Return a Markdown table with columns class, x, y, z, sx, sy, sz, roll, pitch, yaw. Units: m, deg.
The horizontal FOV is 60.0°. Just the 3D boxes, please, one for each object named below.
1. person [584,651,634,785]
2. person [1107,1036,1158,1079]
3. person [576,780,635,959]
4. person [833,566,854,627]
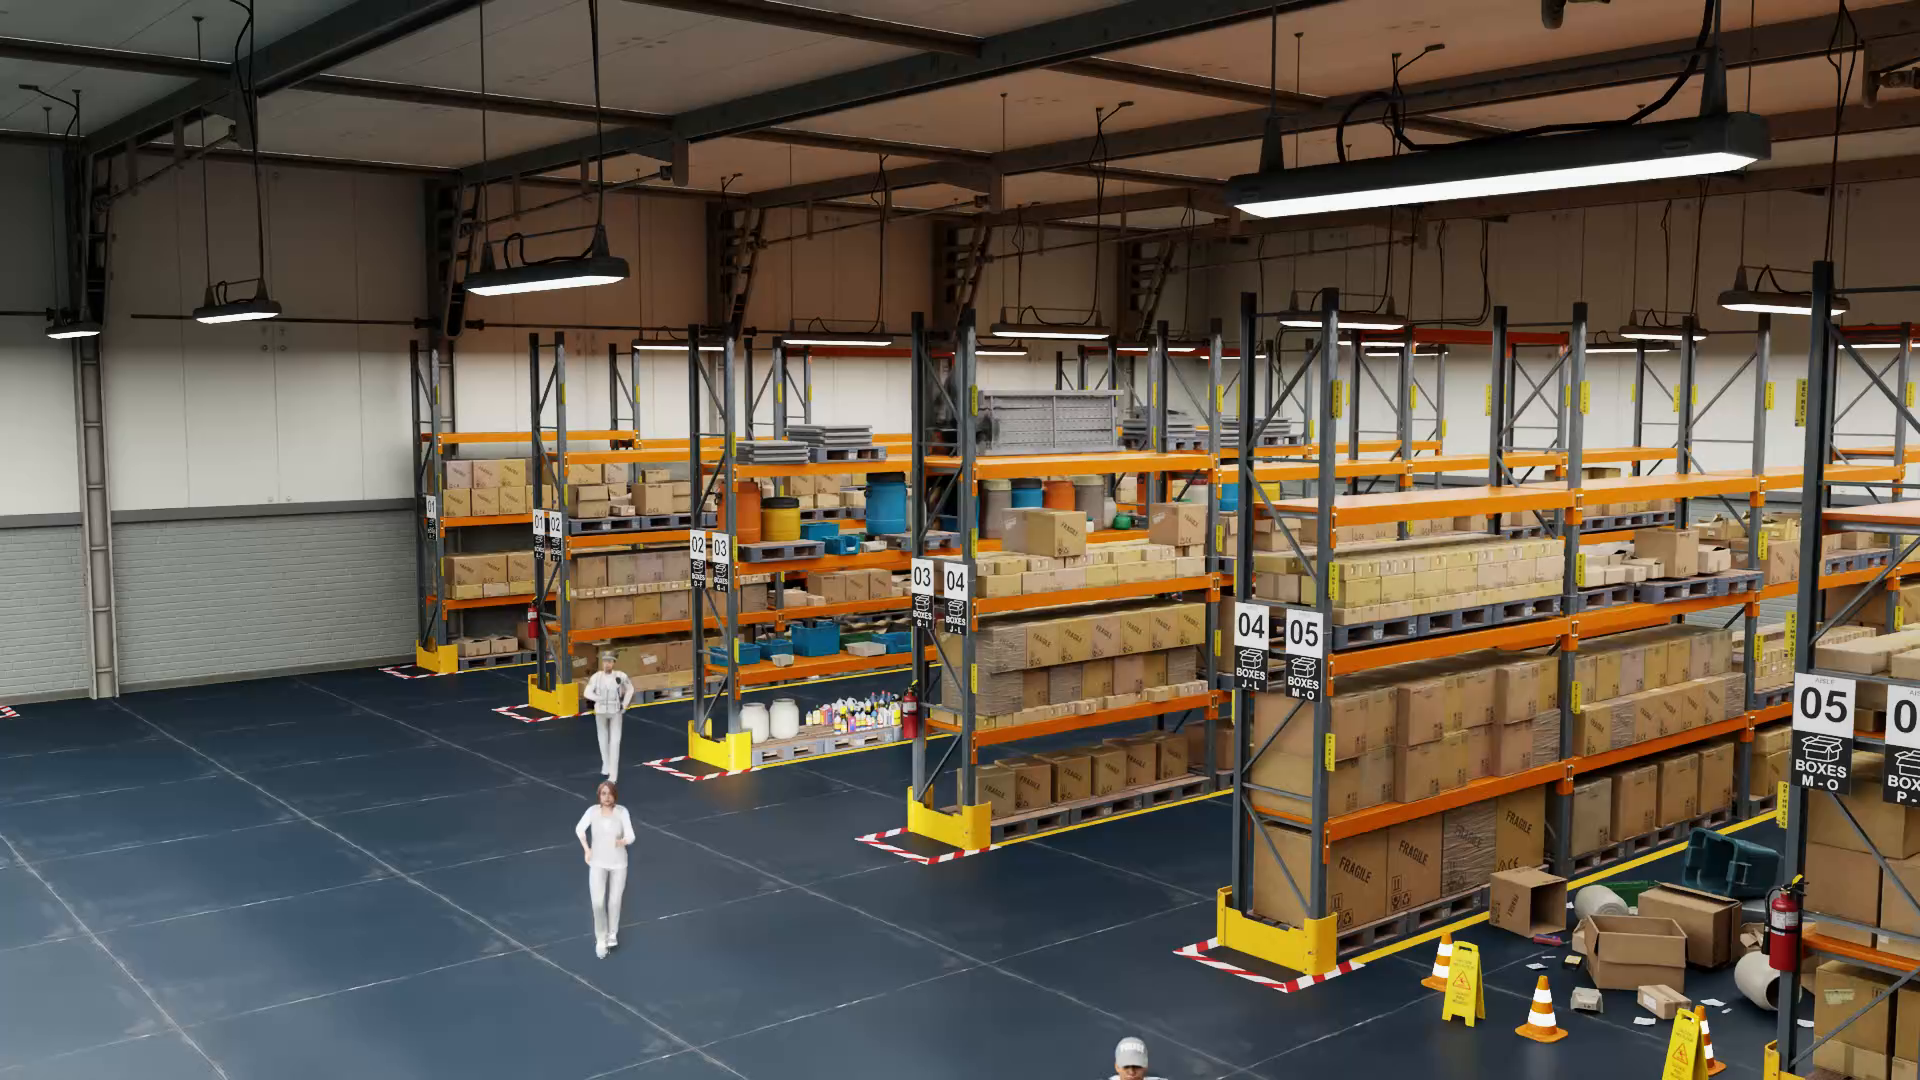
| class | x | y | z | sx | sy | sz | roll | pitch | yaw |
| --- | --- | --- | --- | --- | --- | --- | --- | --- | --- |
| person | -4.601 | 2.297 | 21.740 | 0.619 | 1.720 | 0.821 | 0 | 5 | -1 |
| person | 0.914 | 3.503 | 8.927 | 0.596 | 1.706 | 0.793 | 0 | 5 | 4 |
| person | -3.200 | 2.981 | 15.060 | 0.518 | 1.609 | 0.635 | -1 | 5 | -14 |
| person | -2.329 | 1.233 | 33.113 | 0.596 | 1.745 | 0.685 | -5 | 7 | -43 |
